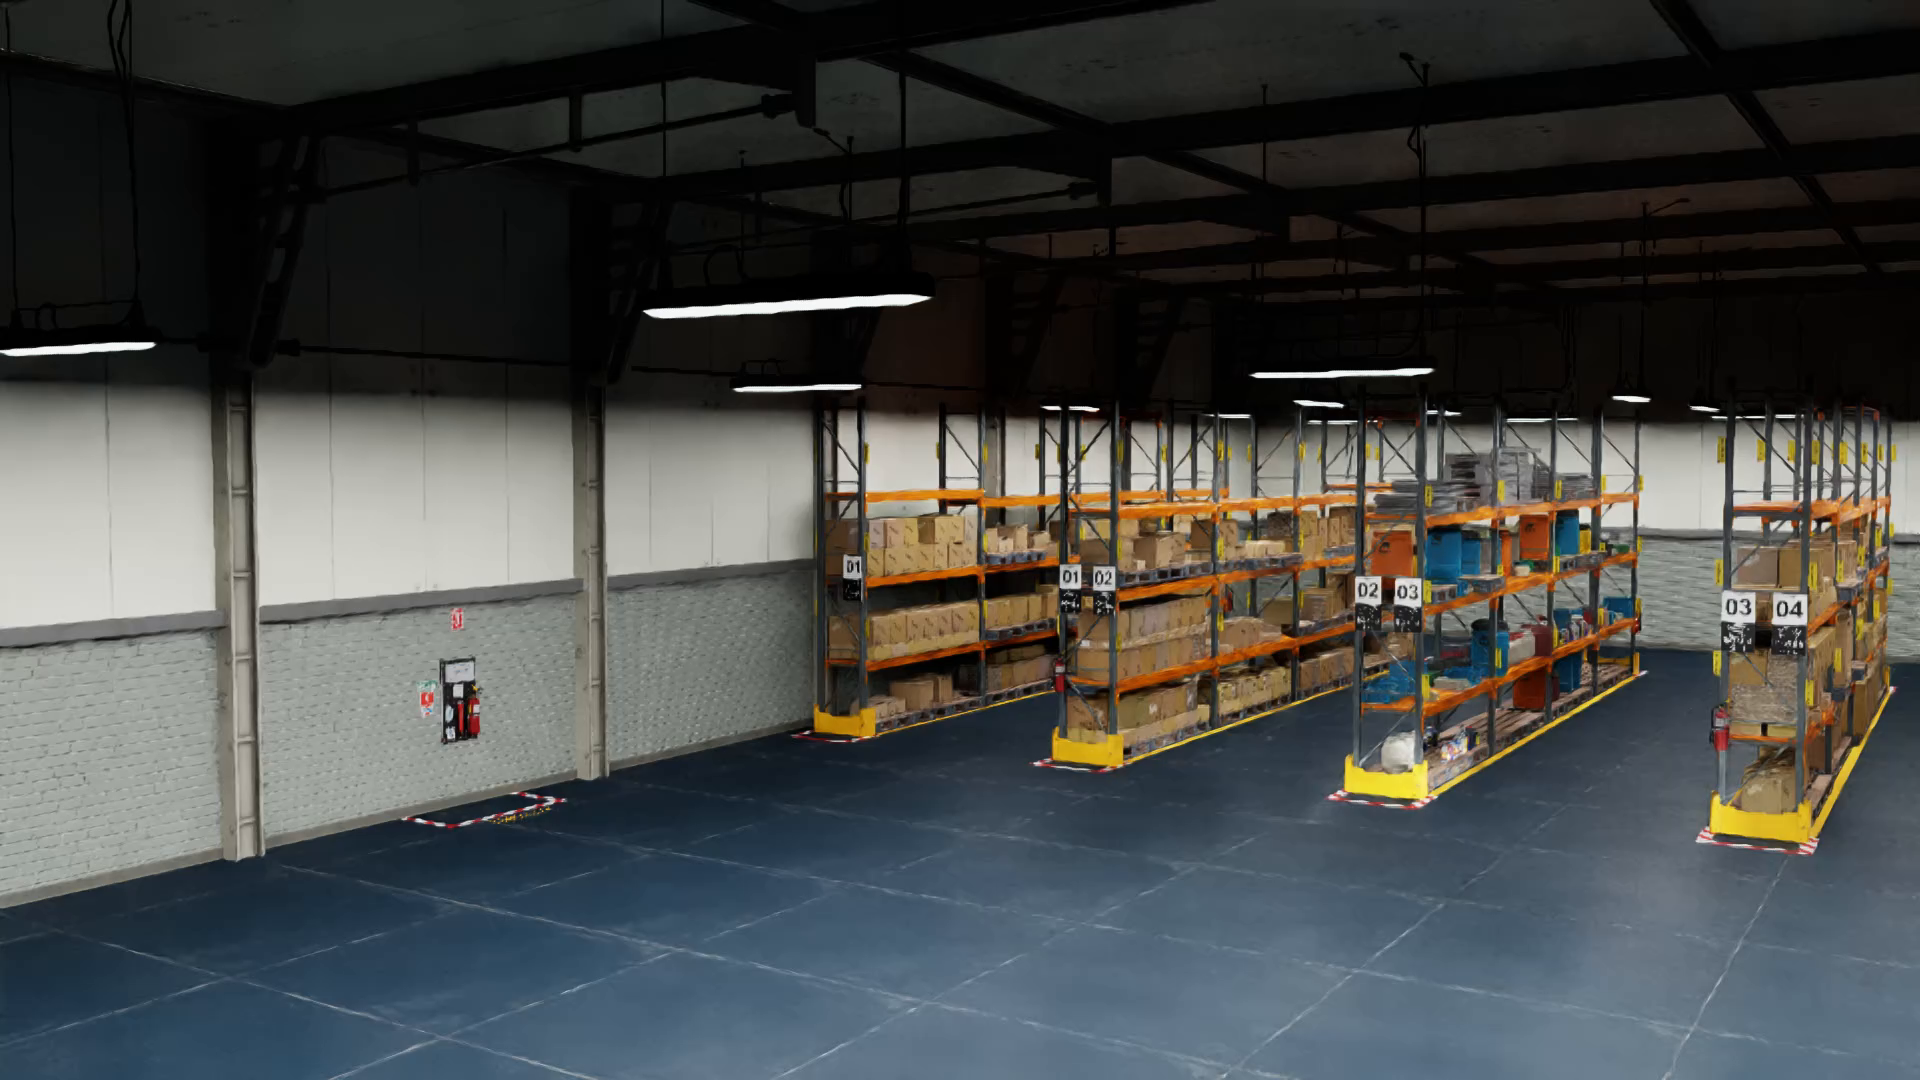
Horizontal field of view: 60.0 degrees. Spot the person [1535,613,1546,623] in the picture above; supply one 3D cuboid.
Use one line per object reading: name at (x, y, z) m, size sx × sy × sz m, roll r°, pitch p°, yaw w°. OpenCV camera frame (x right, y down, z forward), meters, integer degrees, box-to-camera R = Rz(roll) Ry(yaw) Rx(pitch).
person at (12.555, 2.339, 35.878) m, size 0.886 × 1.533 × 0.458 m, roll -2°, pitch 4°, yaw -33°
